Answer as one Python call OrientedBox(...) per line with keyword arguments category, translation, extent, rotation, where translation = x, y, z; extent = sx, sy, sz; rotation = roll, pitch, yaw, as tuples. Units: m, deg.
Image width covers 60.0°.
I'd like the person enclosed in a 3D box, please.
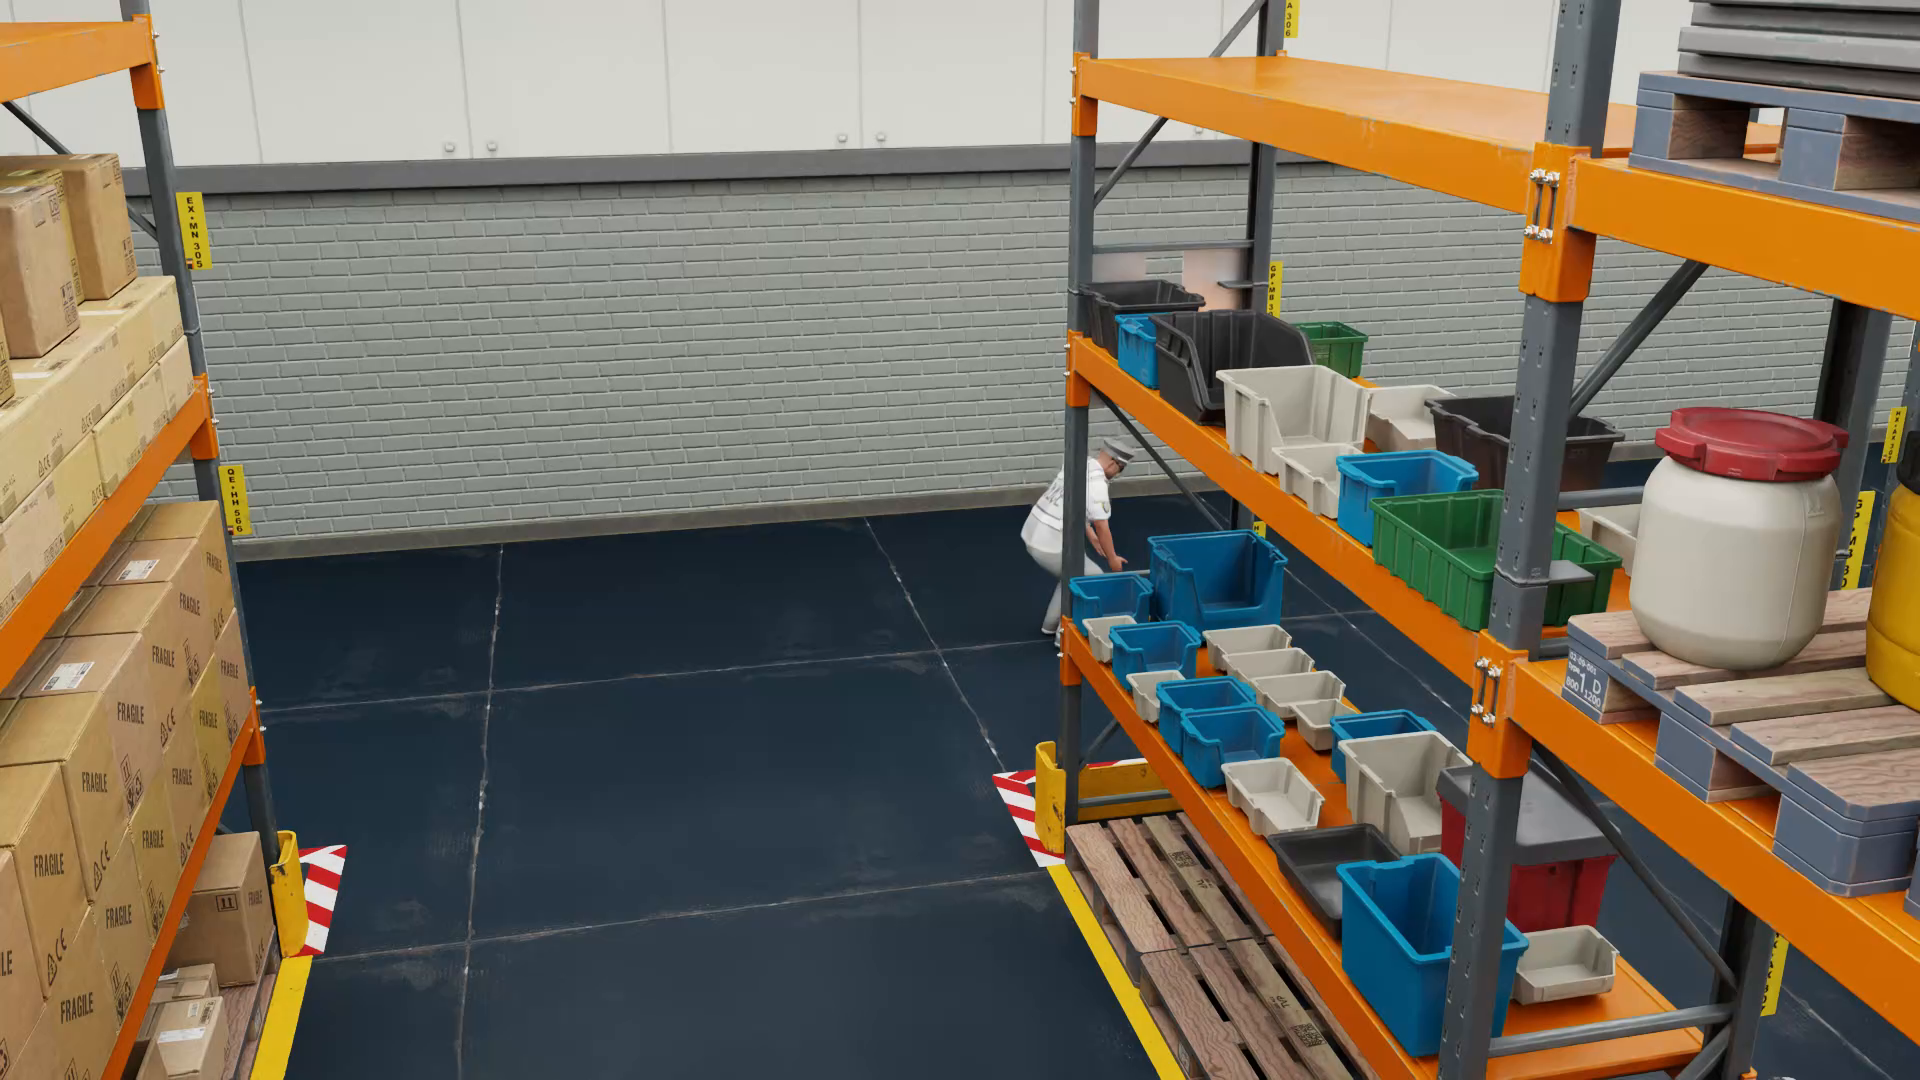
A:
OrientedBox(category="person", translation=(0.821, 0.021, 11.525), extent=(0.809, 1.410, 0.590), rotation=(-4, 20, -12))
